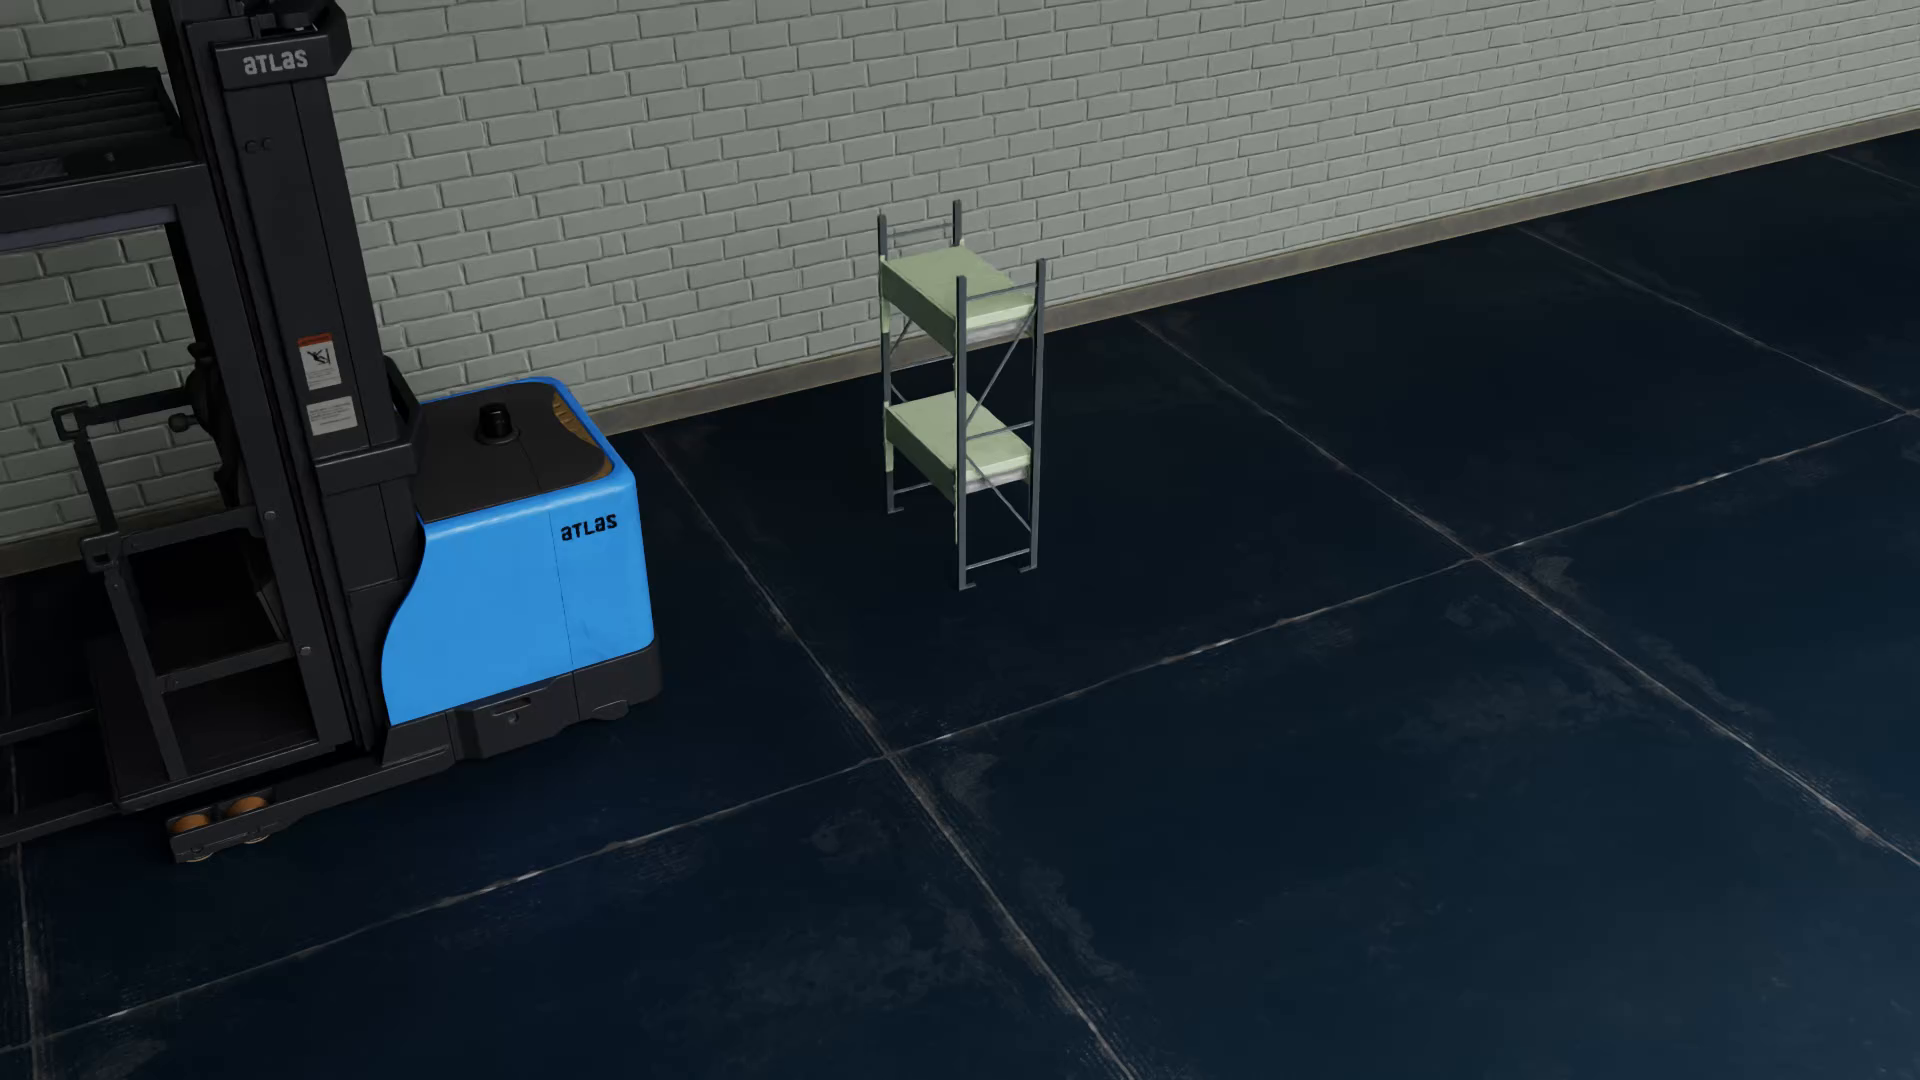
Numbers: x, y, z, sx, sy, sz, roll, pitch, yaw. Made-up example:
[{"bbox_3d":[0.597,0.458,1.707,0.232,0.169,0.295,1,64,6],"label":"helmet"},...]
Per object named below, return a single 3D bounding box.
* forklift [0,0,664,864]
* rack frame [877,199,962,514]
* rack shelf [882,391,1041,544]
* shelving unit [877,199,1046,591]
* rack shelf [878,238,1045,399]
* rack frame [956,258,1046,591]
[{"bbox_3d":[-2.734,-0.410,5.673,3.031,2.935,1.130,-17,36,-24],"label":"forklift"},{"bbox_3d":[-0.174,-0.809,7.623,0.400,1.500,0.023,-16,36,-23],"label":"rack frame"},{"bbox_3d":[-0.003,-0.360,7.526,0.431,0.370,0.720,-16,36,-23],"label":"rack shelf"},{"bbox_3d":[-0.003,-0.635,7.350,0.431,1.500,0.755,-16,36,-23],"label":"shelving unit"},{"bbox_3d":[-0.003,-0.963,7.140,0.431,0.370,0.720,-16,36,-23],"label":"rack shelf"},{"bbox_3d":[0.168,-0.460,7.078,0.400,1.500,0.023,-16,36,-23],"label":"rack frame"}]
